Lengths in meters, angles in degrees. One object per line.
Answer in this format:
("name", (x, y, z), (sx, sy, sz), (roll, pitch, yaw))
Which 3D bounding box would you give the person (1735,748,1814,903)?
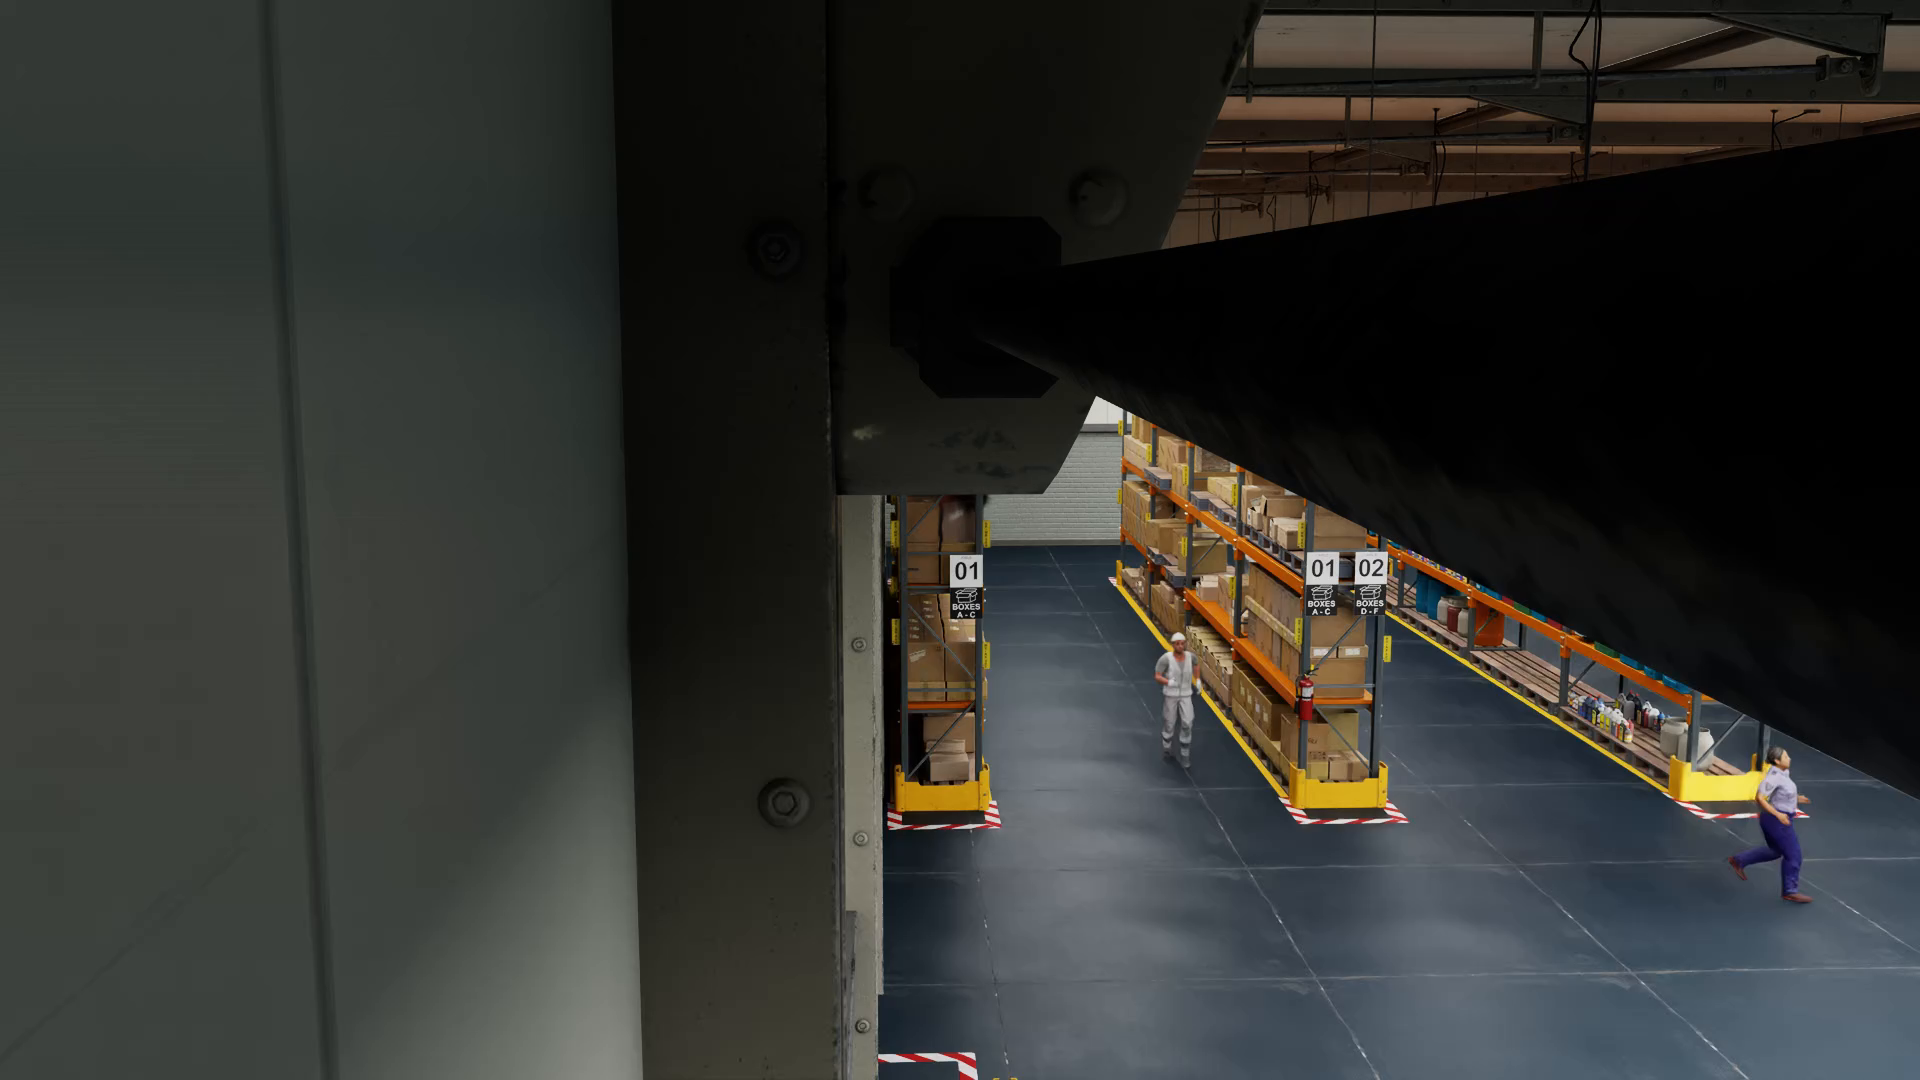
("person", (8.604, 2.974, 17.497), (0.768, 1.608, 0.618), (4, 9, 27))

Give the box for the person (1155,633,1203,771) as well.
("person", (2.957, 2.156, 22.465), (0.681, 1.860, 0.785), (-1, 8, -7))

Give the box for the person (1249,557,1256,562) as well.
("person", (6.127, 0.558, 33.593), (0.596, 1.660, 0.577), (-1, 8, -4))
